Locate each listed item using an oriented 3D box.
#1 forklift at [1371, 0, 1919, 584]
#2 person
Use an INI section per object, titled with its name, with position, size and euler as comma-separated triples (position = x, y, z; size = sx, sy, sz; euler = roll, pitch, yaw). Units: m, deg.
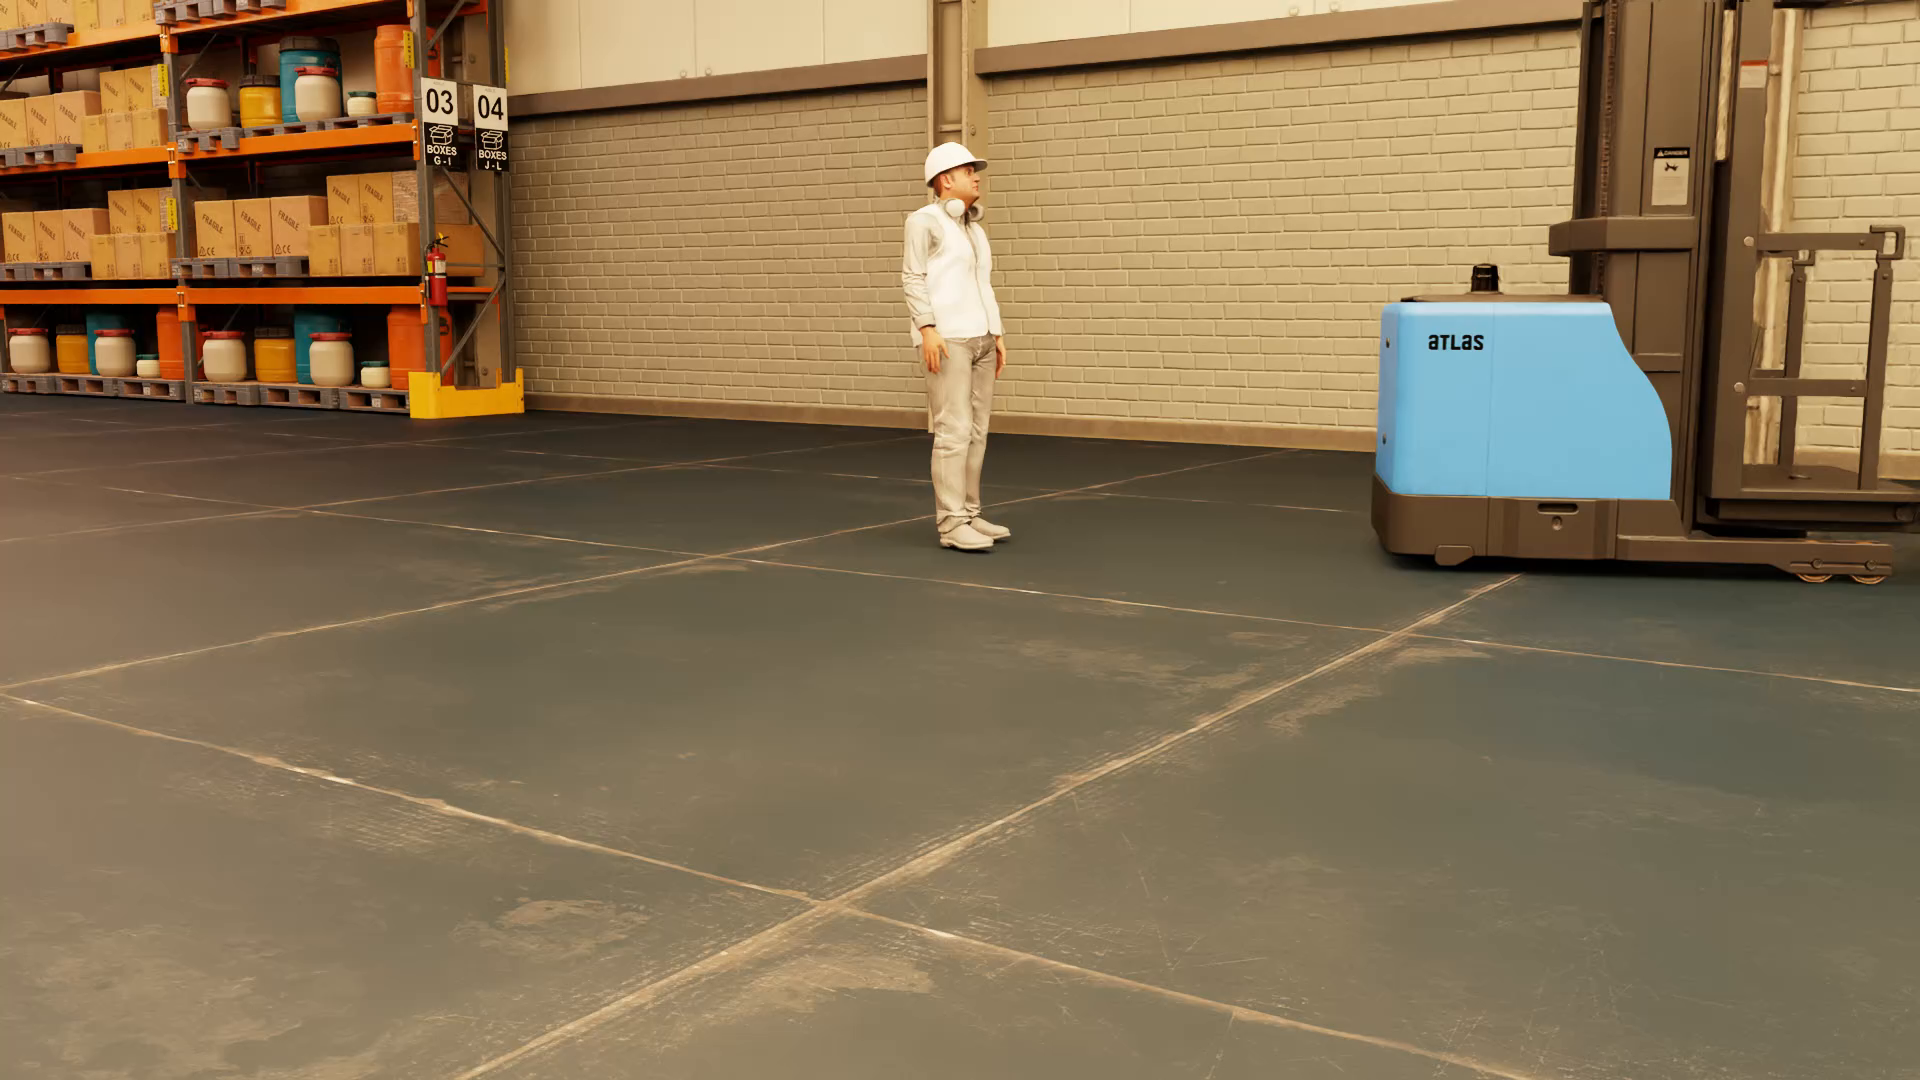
[forklift]
position = 3.307, -1.361, 6.762
size = 3.031, 2.935, 1.130
euler = 1, 8, 10
[person]
position = 0.048, -0.879, 7.437
size = 0.566, 1.775, 0.633
euler = 5, 10, 34
